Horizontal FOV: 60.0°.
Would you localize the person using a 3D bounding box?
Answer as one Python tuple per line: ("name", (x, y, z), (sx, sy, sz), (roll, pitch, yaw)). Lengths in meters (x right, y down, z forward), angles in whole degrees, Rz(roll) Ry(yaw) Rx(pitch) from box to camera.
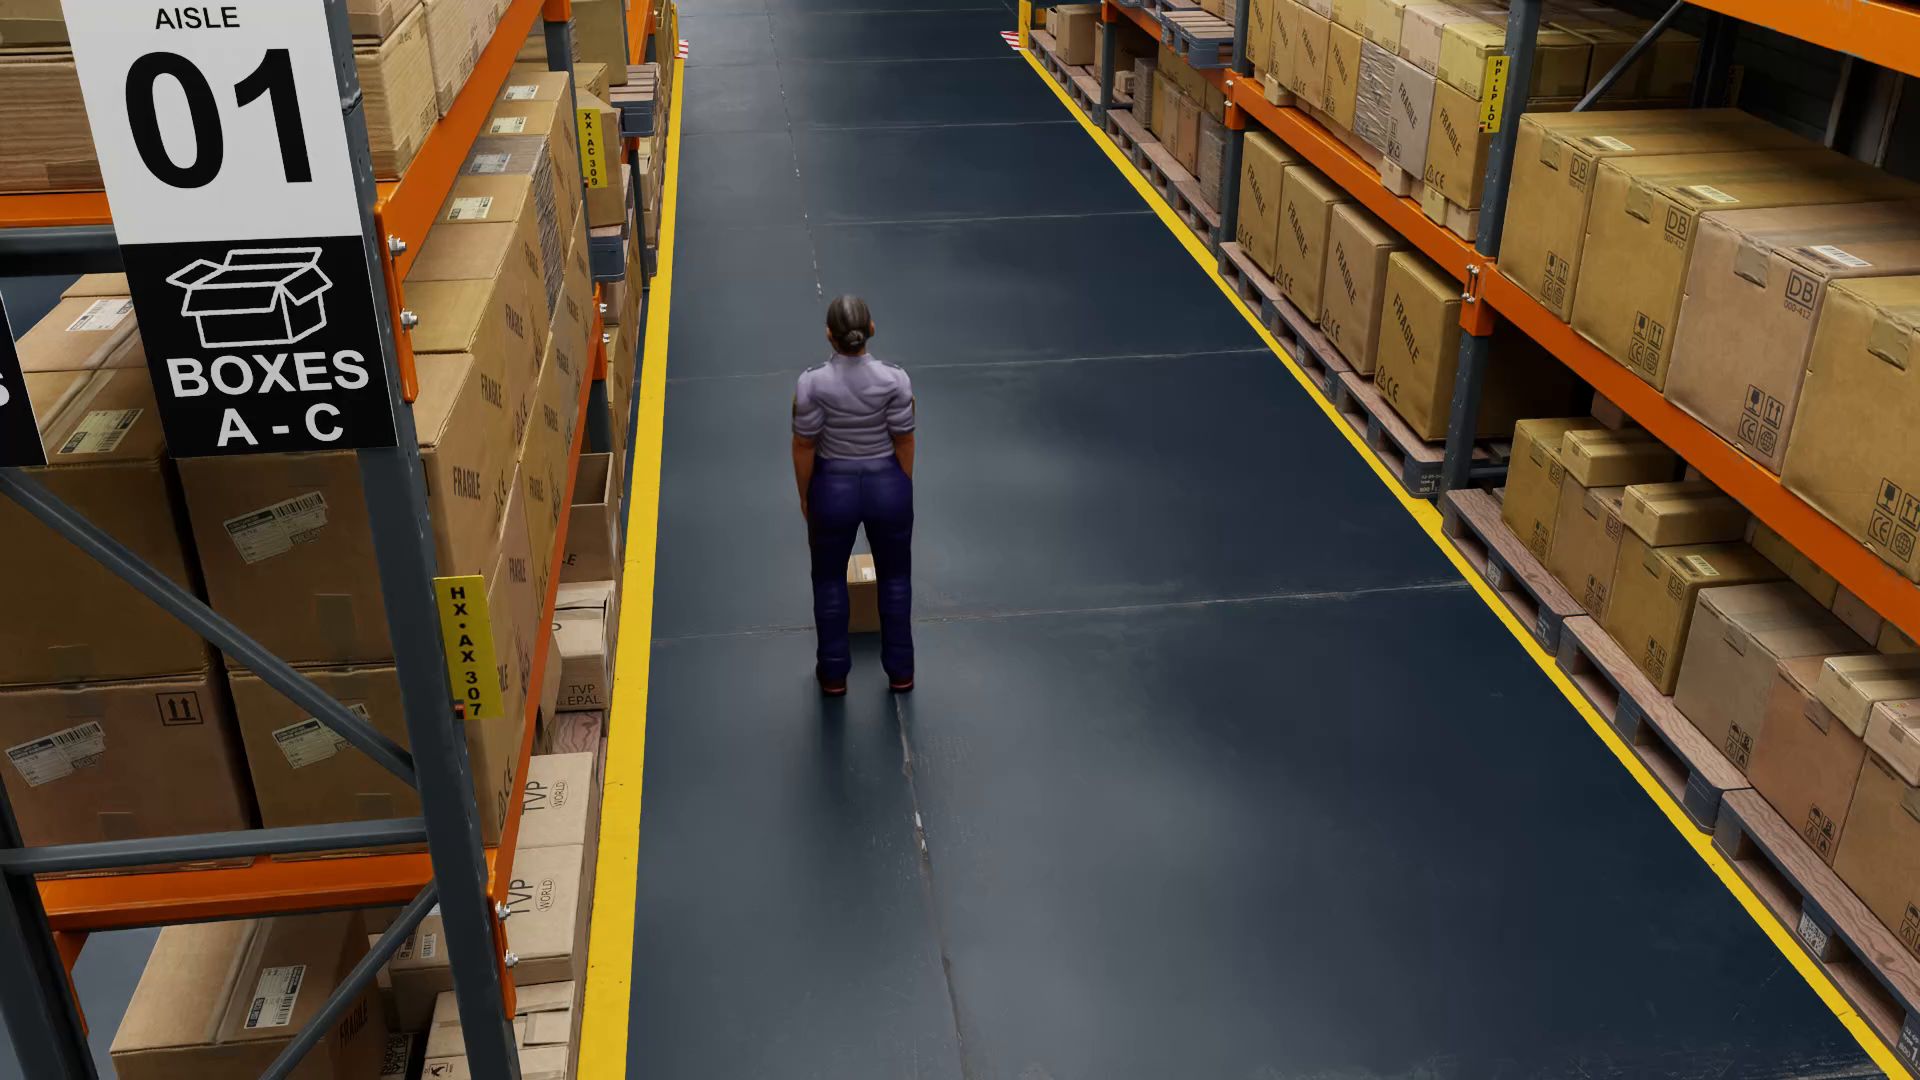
("person", (-0.409, -0.158, 6.465), (0.470, 1.631, 0.342), (-3, 27, -6))
